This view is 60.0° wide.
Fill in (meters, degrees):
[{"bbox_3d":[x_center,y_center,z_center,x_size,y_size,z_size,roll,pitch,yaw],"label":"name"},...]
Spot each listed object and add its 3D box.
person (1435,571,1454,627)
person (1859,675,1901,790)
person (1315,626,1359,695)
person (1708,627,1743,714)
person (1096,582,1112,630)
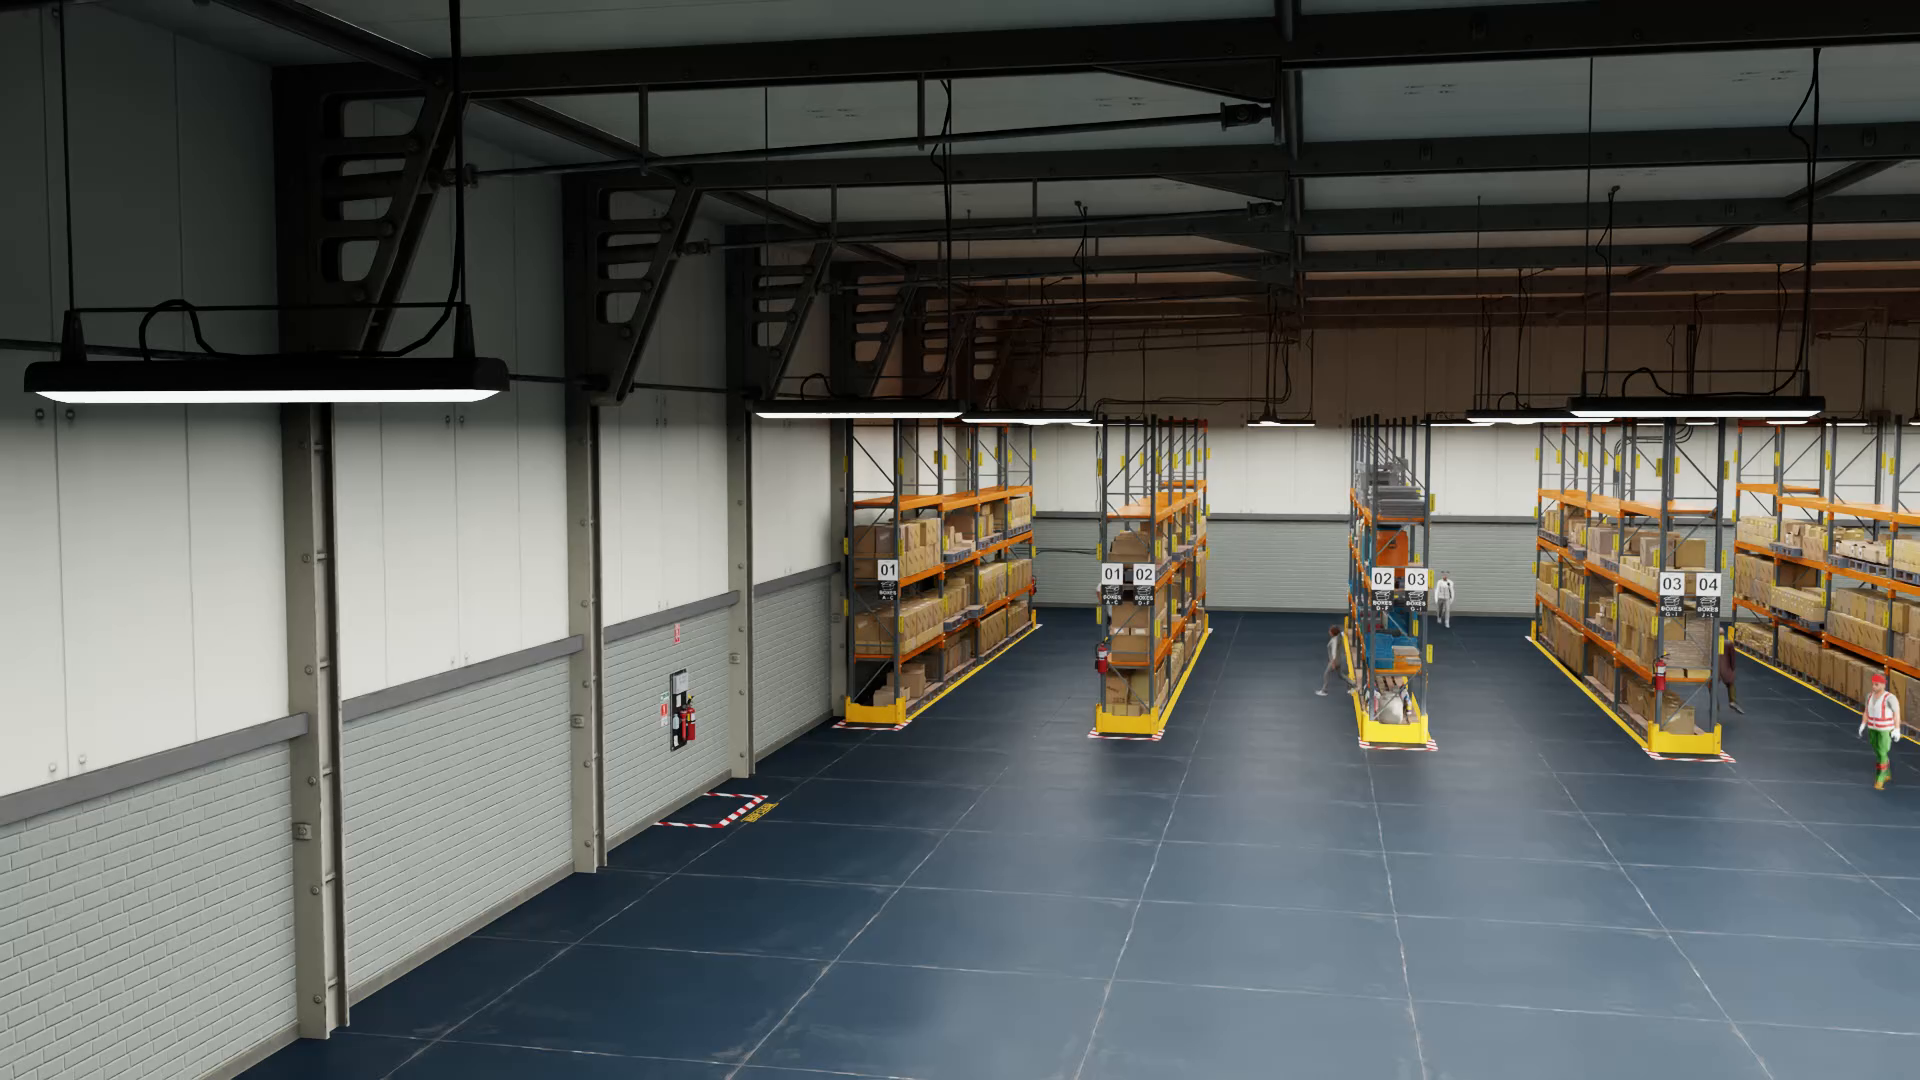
[{"bbox_3d":[14.041,1.682,48.185,0.534,1.620,1.049,1,4,11],"label":"person"},{"bbox_3d":[14.793,3.066,26.727,0.759,1.809,0.577,-2,4,-25],"label":"person"},{"bbox_3d":[8.055,2.582,35.490,0.935,1.530,0.432,1,4,16],"label":"person"},{"bbox_3d":[15.289,2.624,33.318,0.725,1.773,0.641,1,4,12],"label":"person"},{"bbox_3d":[4.249,1.740,47.315,0.738,1.668,0.690,2,4,22],"label":"person"}]
